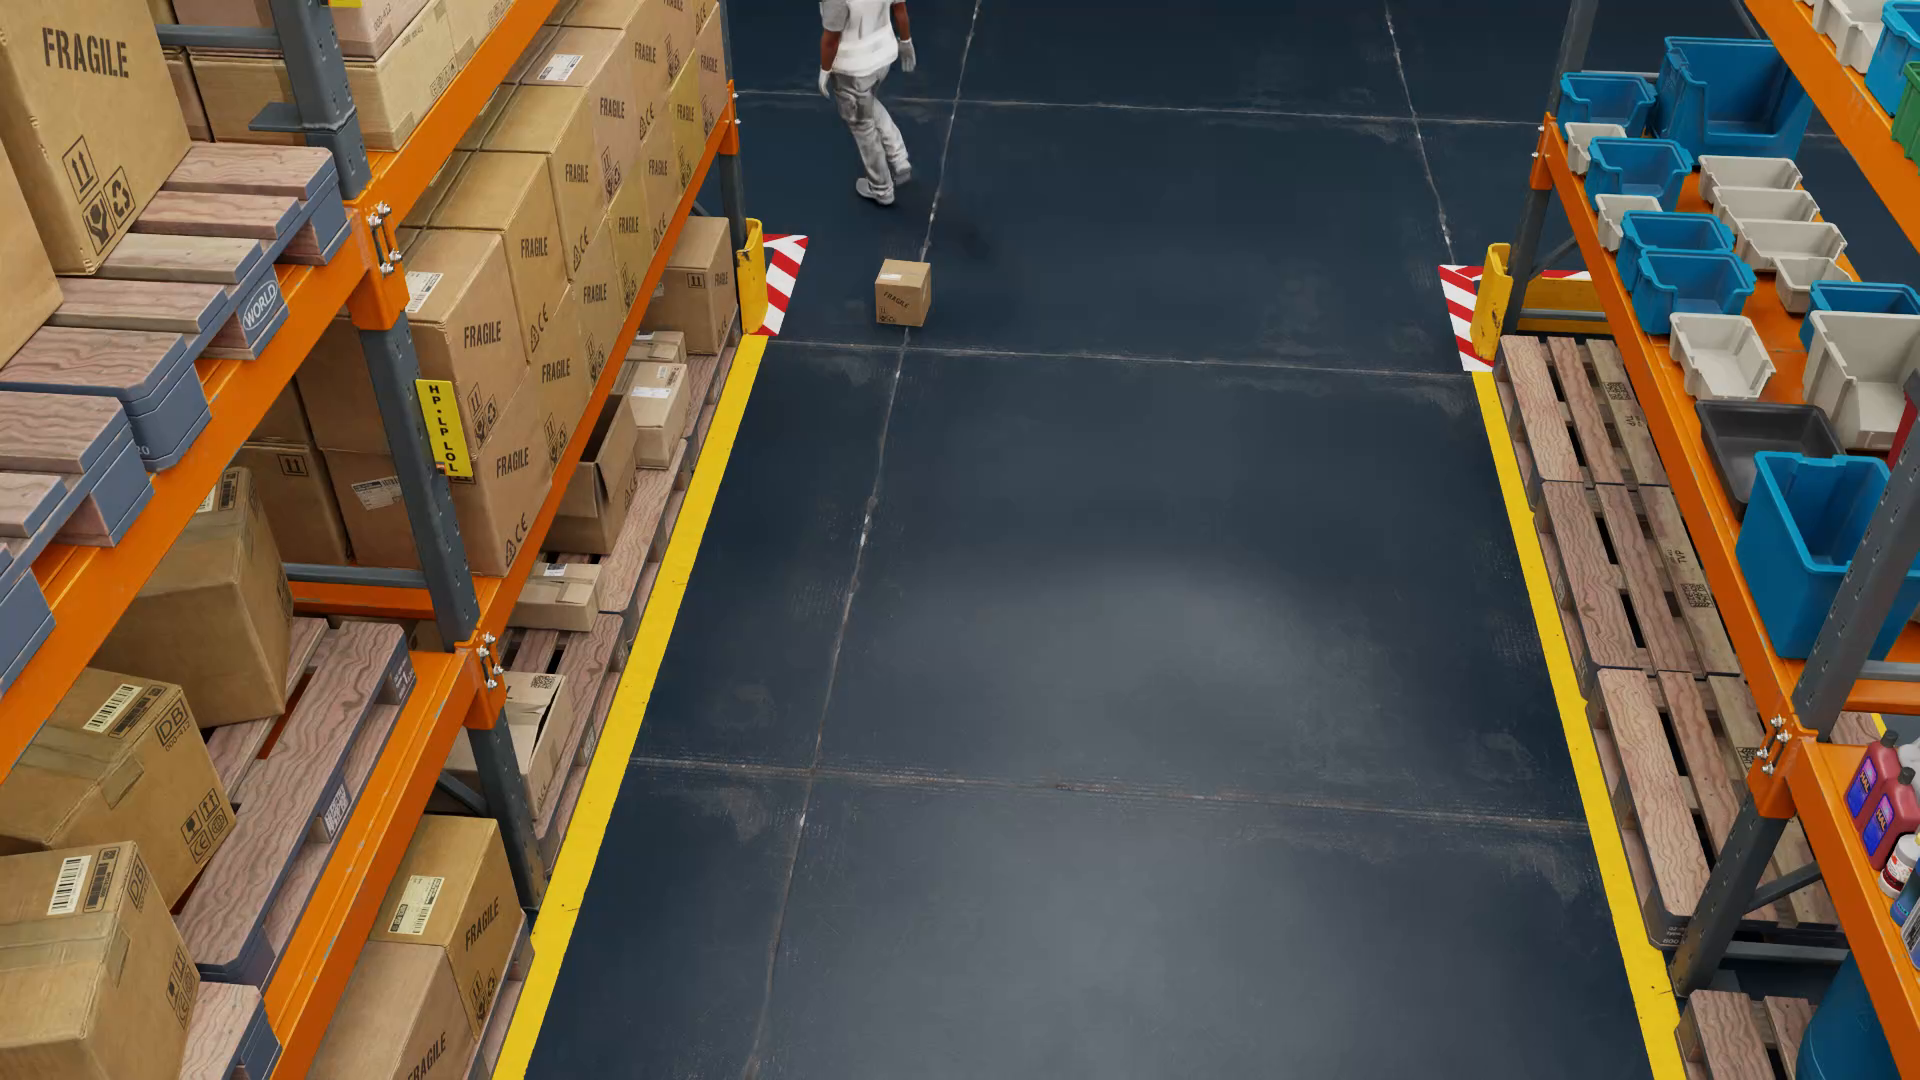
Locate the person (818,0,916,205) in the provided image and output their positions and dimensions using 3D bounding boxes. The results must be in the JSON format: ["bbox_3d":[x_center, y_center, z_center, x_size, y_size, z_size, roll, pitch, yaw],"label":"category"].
[{"bbox_3d":[-0.574,-2.716,9.389,0.449,1.782,0.644,29,48,30],"label":"person"}]
